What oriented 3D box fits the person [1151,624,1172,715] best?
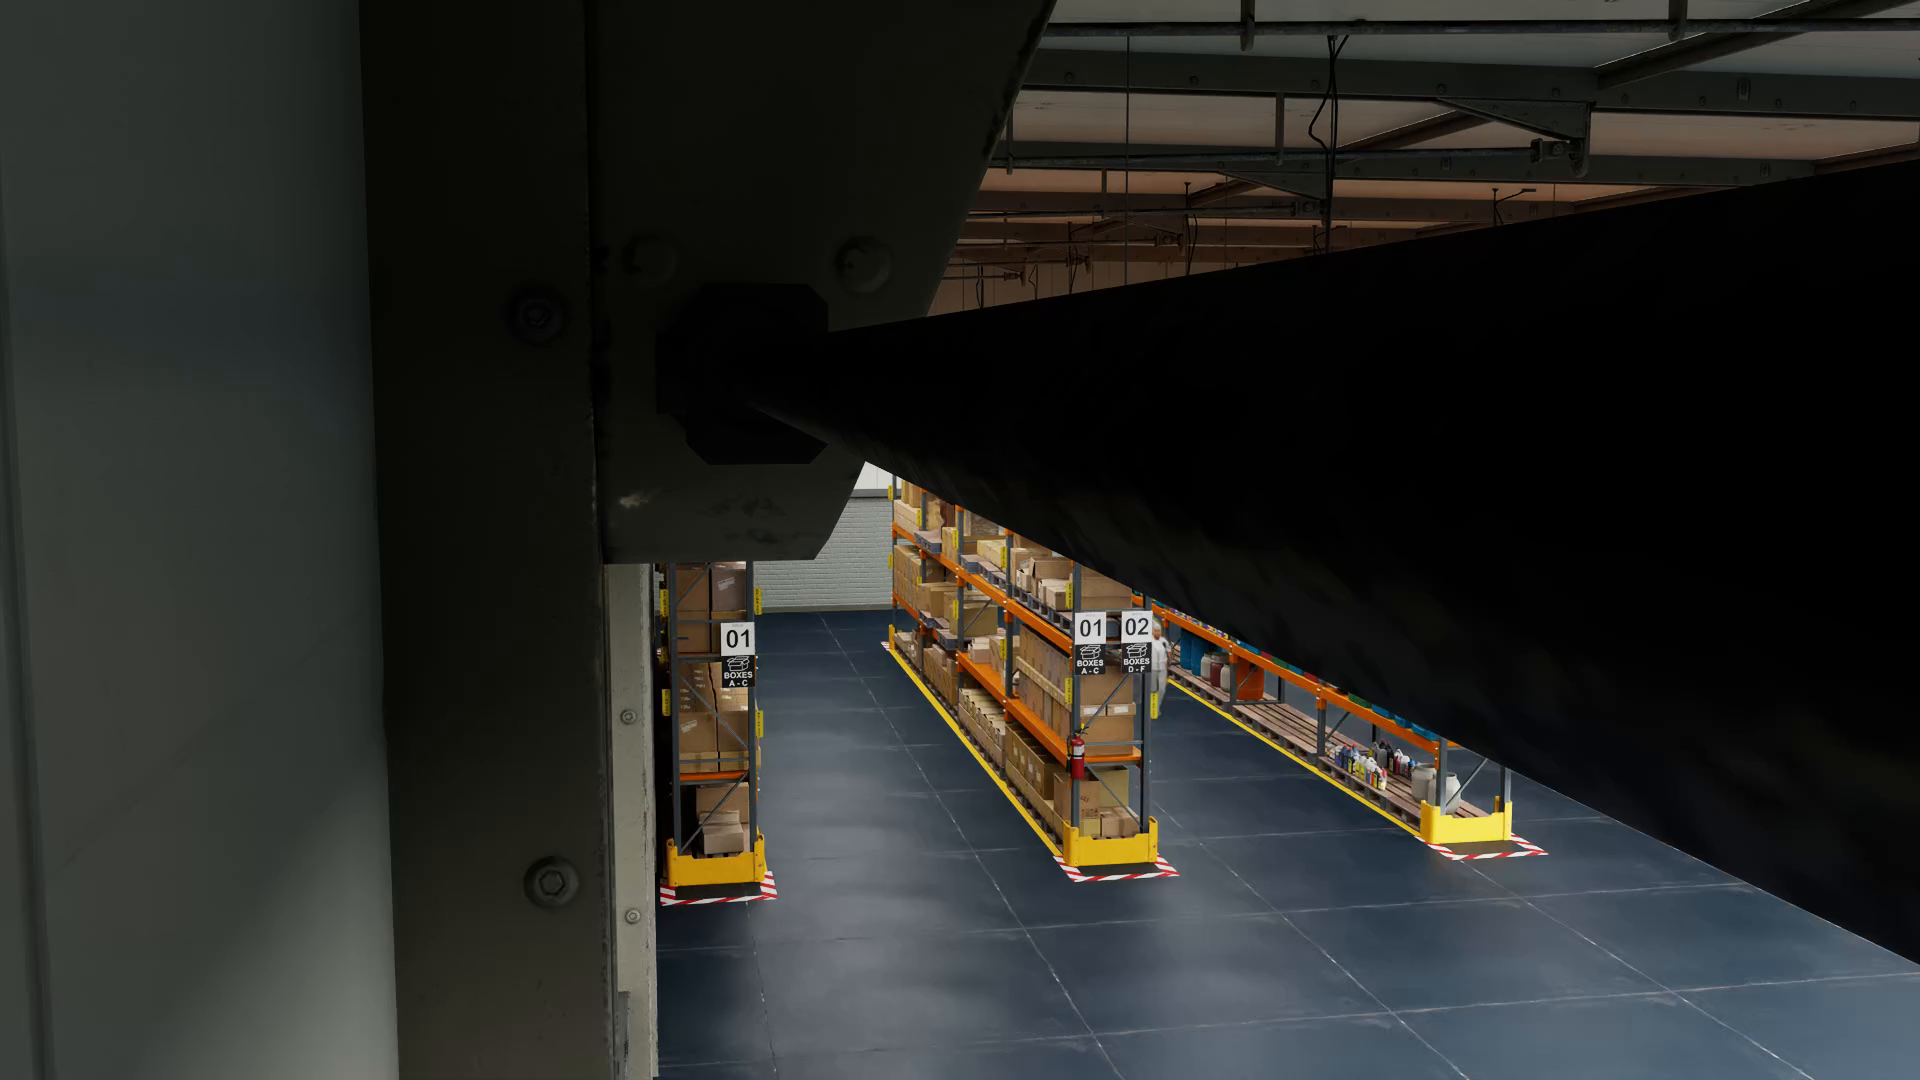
[{"bbox_3d":[3.519,2.312,29.871,0.616,1.627,0.550,-1,6,-7],"label":"person"}]
